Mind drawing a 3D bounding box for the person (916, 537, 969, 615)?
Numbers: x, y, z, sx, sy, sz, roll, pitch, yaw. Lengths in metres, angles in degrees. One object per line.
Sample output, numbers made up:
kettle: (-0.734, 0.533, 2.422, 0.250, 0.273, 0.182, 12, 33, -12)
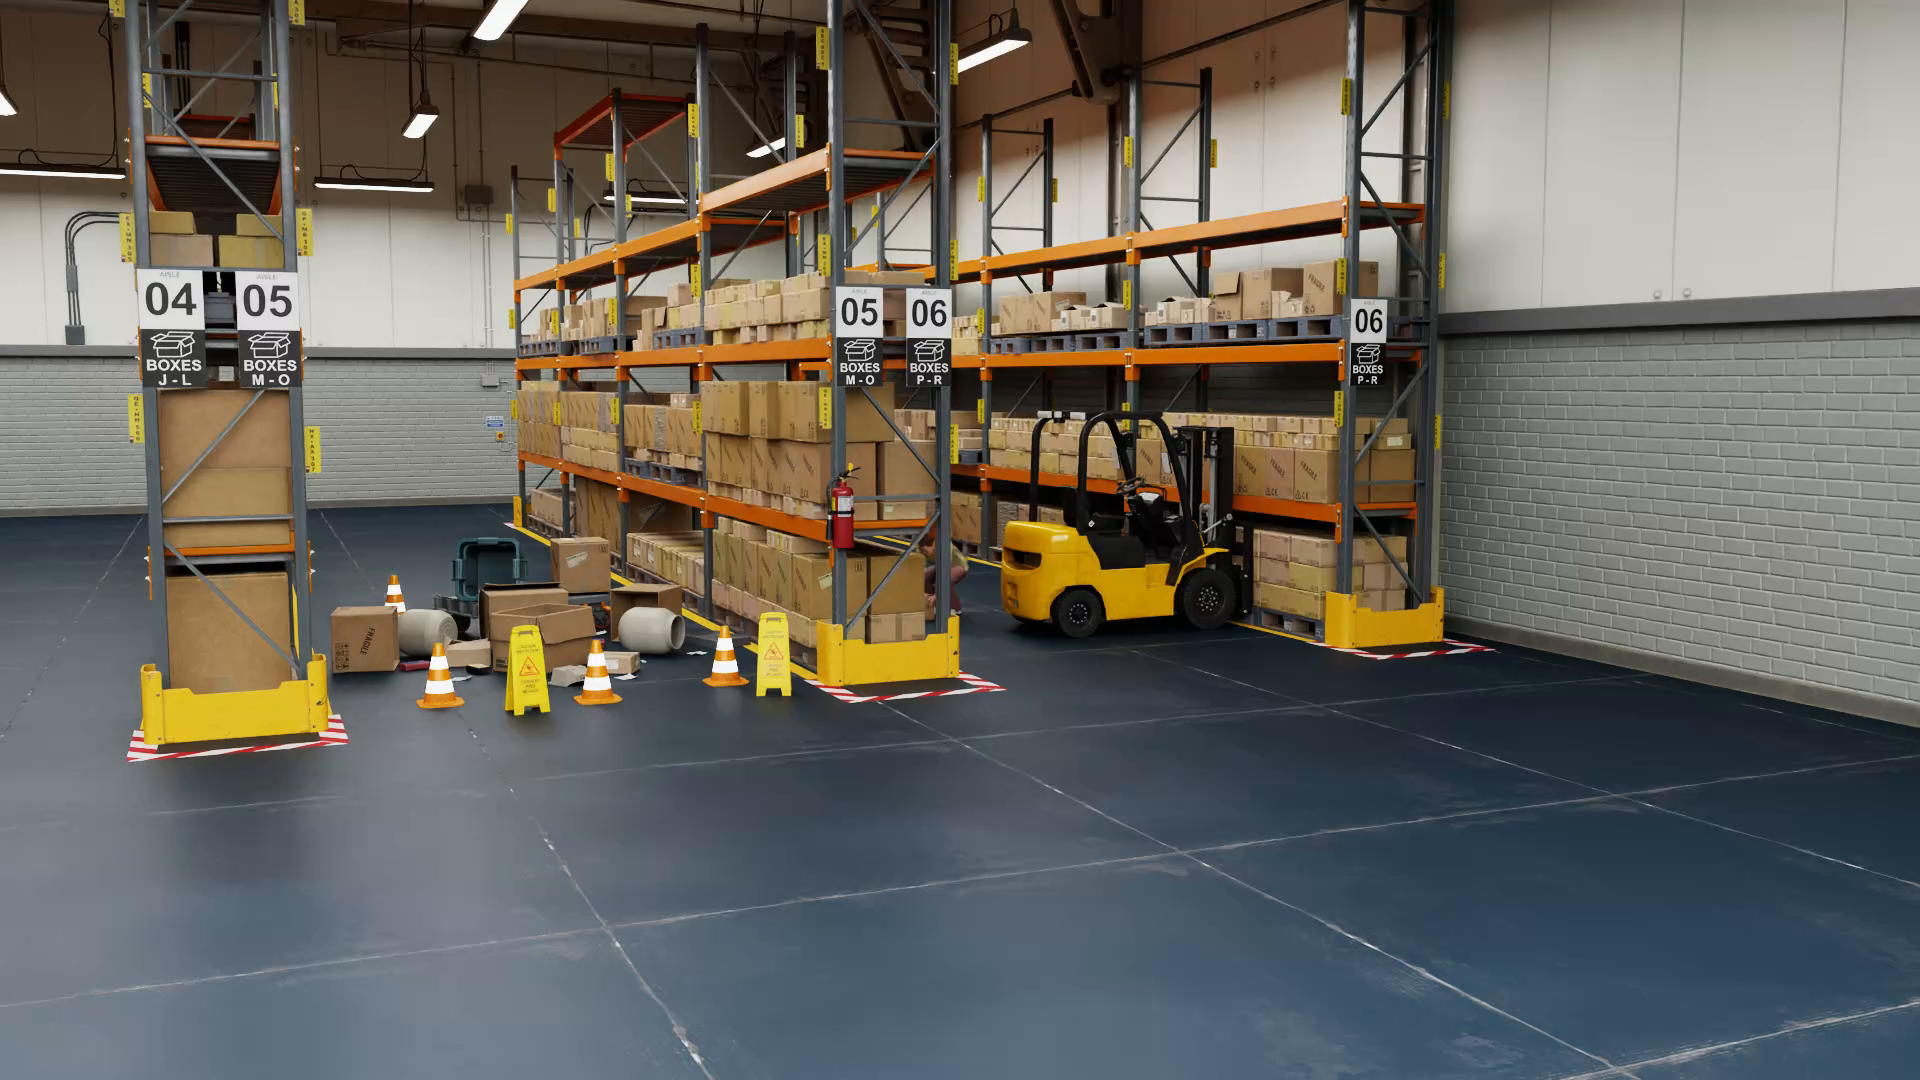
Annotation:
person: (-0.218, 0.343, 17.415, 0.491, 0.911, 0.796, 4, 7, 37)
